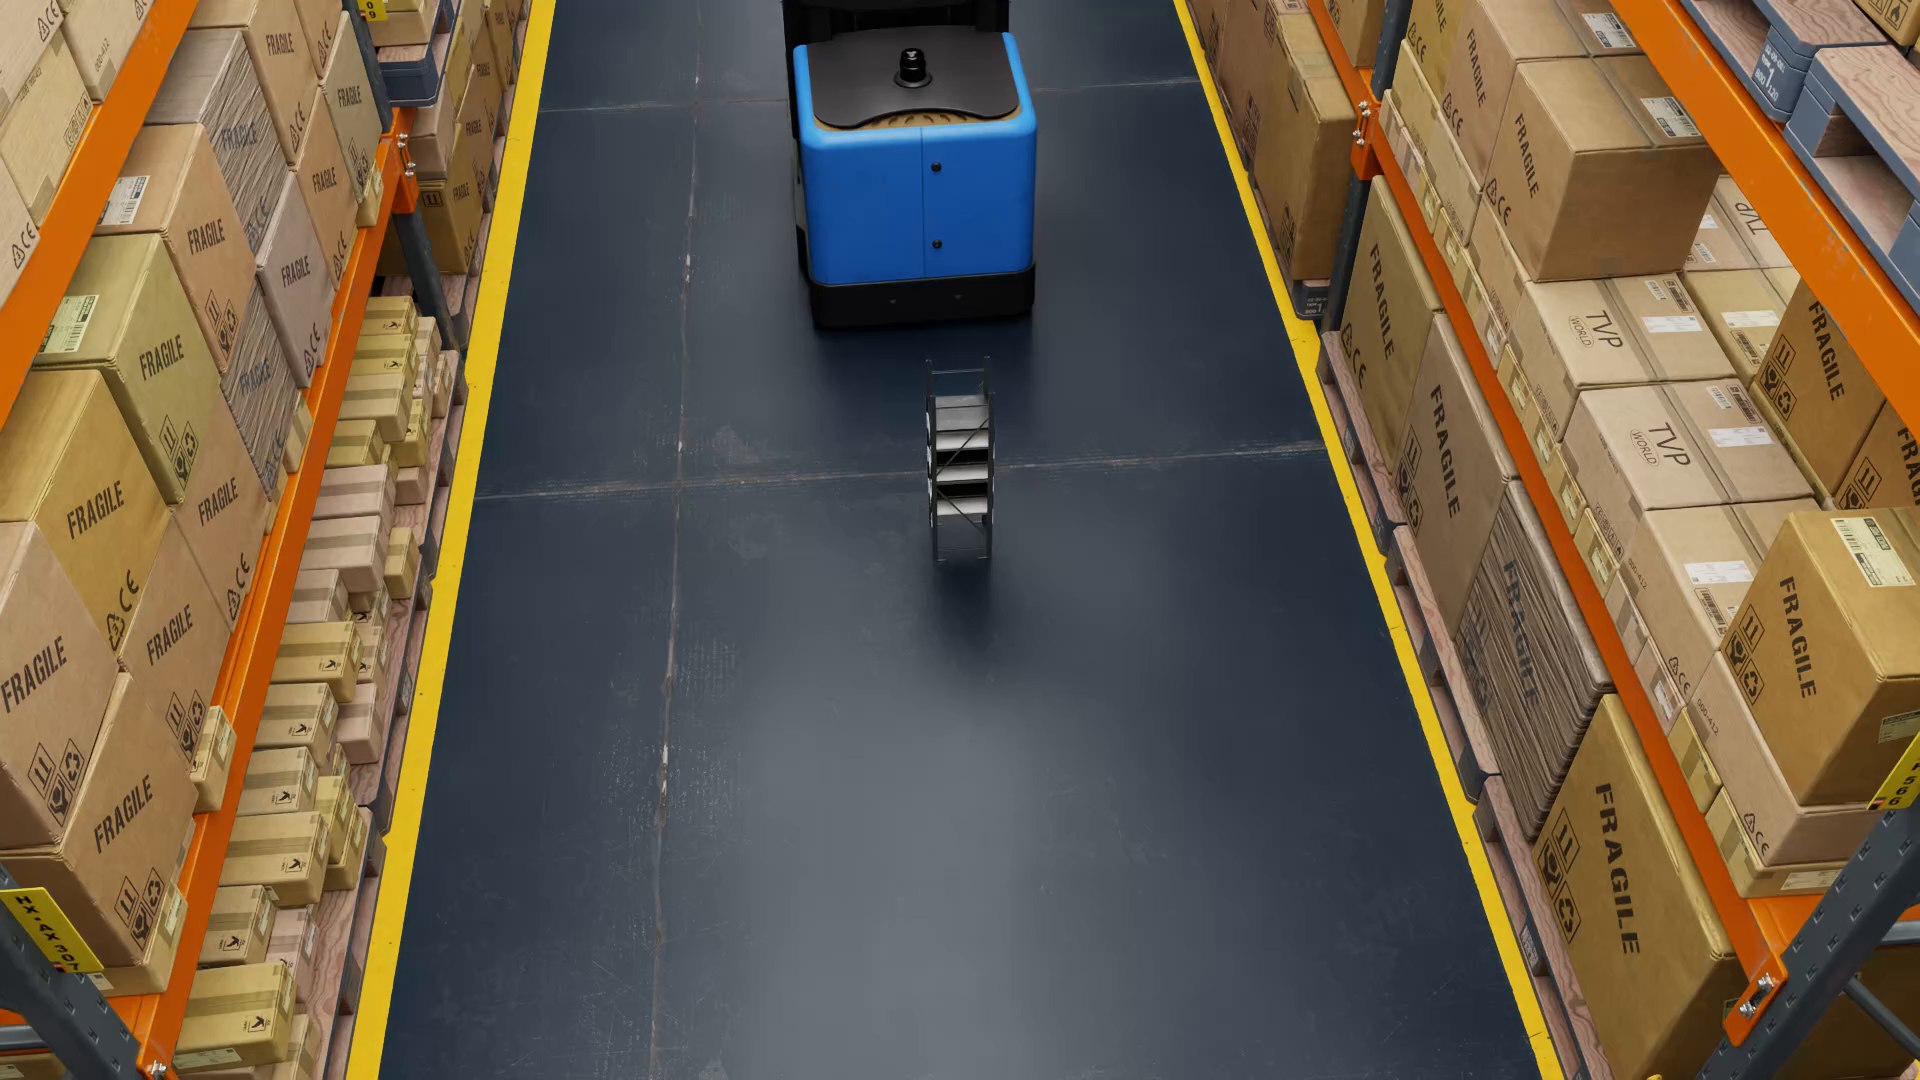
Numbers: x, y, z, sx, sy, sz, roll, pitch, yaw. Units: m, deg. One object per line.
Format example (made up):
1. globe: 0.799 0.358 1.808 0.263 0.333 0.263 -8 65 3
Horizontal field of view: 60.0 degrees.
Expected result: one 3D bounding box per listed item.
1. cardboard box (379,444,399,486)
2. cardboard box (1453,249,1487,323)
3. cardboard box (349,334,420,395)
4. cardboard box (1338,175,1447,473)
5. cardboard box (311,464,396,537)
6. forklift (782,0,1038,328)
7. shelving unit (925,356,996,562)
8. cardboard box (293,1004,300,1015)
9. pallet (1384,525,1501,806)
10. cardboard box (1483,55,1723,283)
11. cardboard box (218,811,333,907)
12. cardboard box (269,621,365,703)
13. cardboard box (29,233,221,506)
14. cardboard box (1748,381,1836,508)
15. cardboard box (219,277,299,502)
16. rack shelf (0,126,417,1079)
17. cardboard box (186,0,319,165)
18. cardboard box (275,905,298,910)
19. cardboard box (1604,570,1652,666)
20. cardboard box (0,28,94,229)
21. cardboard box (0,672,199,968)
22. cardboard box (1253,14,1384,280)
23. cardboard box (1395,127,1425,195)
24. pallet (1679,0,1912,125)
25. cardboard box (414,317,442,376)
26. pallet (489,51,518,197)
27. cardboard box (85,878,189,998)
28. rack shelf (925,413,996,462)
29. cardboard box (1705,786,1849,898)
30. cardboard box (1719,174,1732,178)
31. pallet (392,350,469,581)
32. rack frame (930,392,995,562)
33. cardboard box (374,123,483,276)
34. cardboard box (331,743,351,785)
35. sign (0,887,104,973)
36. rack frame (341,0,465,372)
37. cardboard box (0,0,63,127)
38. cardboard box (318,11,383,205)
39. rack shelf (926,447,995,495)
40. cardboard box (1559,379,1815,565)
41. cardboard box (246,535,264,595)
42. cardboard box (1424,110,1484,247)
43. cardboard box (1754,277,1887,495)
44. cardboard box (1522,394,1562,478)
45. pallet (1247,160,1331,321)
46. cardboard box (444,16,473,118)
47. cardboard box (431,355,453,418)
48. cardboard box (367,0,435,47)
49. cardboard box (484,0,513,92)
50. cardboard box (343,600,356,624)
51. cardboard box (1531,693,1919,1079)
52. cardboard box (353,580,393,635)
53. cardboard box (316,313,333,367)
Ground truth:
1. cardboard box: -2.424 -0.232 6.510 0.380 0.149 0.250 -3 47 -3
2. cardboard box: 1.969 -0.901 5.847 0.380 0.149 0.250 -4 47 -4
3. cardboard box: -2.415 -0.694 6.742 0.380 0.149 0.250 -3 47 -3
4. cardboard box: 2.161 -0.909 6.856 0.875 0.875 0.875 -3 47 -3
5. cardboard box: -2.328 -0.131 6.210 0.380 0.149 0.250 -6 47 -5
6. forklift: -0.337 -3.072 7.777 1.130 2.935 3.031 -5 47 -5
7. shelving unit: 0.001 -0.304 6.554 0.258 0.900 0.210 -3 47 -3
8. cardboard box: -2.259 1.398 5.171 0.380 0.149 0.250 -4 47 -3
9. pallet: 2.277 0.421 6.343 1.003 0.211 1.213 -3 47 -3
10. cardboard box: 2.053 -1.191 5.331 0.500 0.500 0.500 -5 47 -5
11. cardboard box: -2.172 0.994 5.144 0.380 0.149 0.250 -4 47 -3
12. cardboard box: -2.265 0.425 5.682 0.380 0.149 0.250 -3 47 -3
13. cardboard box: -2.273 -0.419 4.255 0.500 0.500 0.500 -4 47 -4
14. cardboard box: 2.661 -0.238 4.944 0.500 0.250 0.500 -5 47 -5
15. cardboard box: -2.340 -0.443 4.966 0.500 0.500 0.500 -5 47 -4
16. rack shelf: -2.598 -0.055 5.368 1.077 0.370 4.000 -3 47 -3
17. cardboard box: -2.408 -1.532 5.310 0.500 0.500 0.500 -5 47 -5
18. cardboard box: -2.294 1.110 5.238 0.380 0.149 0.250 -3 47 -3
19. cardboard box: 2.100 0.214 4.791 0.380 0.149 0.250 -3 47 -3
20. cardboard box: -2.309 -0.929 3.737 0.500 0.250 0.500 -5 47 -5
21. cardboard box: -2.192 0.666 3.916 0.500 0.500 0.500 -1 47 -1
22. cardboard box: 2.112 -1.853 7.750 1.225 0.875 0.875 -3 47 -3
23. cardboard box: 1.901 -1.467 6.383 0.380 0.149 0.250 -5 47 -5
24. pallet: 2.343 -1.505 4.241 1.003 0.211 1.213 -3 47 -3
25. cardboard box: -2.422 -0.807 7.054 0.380 0.149 0.250 -3 47 -2
26. pallet: -2.937 -2.238 8.861 1.003 0.211 1.213 -3 47 -3
27. cardboard box: -2.131 0.977 4.068 0.380 0.149 0.250 -4 47 -4
28. rack shelf: 0.001 -0.404 6.448 0.258 0.077 0.200 -3 47 -3
29. cardboard box: 2.163 0.765 4.269 0.380 0.149 0.250 -3 47 -3
30. cardboard box: 2.530 -1.351 5.998 0.500 0.250 0.500 -2 47 -2
31. pallet: -2.674 -0.307 7.032 1.003 0.211 1.213 -3 47 -3
32. rack frame: 0.009 -0.230 6.485 0.240 0.900 0.006 -3 47 -3
33. cardboard box: -2.563 -1.585 7.754 0.500 0.500 0.500 -2 47 -2
34. cardboard box: -2.315 0.848 5.692 0.380 0.149 0.250 -3 47 -3
35. sign: -1.889 0.814 3.453 0.100 0.325 0.005 -3 47 -3
36. rack frame: -2.765 -1.749 6.477 1.000 3.000 0.127 -3 47 -3
37. cardboard box: -2.283 -1.084 3.541 0.500 0.250 0.500 -3 47 -3
38. cardboard box: -2.443 -1.553 6.018 0.500 0.500 0.500 -3 47 -3
39. rack shelf: 0.001 -0.281 6.578 0.258 0.077 0.200 -3 47 -3
40. cardboard box: 2.131 -0.204 4.912 0.500 0.250 0.500 -5 47 -5
41. cardboard box: -2.311 0.040 4.956 0.380 0.149 0.250 -4 47 -4
42. cardboard box: 2.001 -1.312 5.962 0.500 0.250 0.500 -4 47 -3
43. cardboard box: 2.658 -0.492 4.669 0.500 0.500 0.500 -5 47 -4
44. cardboard box: 2.035 -0.341 5.316 0.380 0.149 0.250 -3 47 -3
45. pallet: 2.046 -1.573 8.230 1.003 0.211 1.213 -3 47 -3
46. cardboard box: -2.611 -2.228 7.846 0.500 0.250 0.500 -2 47 -2
47. cardboard box: -2.393 -0.650 7.111 0.380 0.149 0.250 -3 47 -3
48. cardboard box: -2.340 -2.120 6.712 0.380 0.149 0.250 -6 47 -5
49. cardboard box: -2.684 -2.711 8.820 0.500 0.500 0.500 -5 47 -5
50. cardboard box: -2.400 0.342 5.966 0.380 0.149 0.250 -1 47 -1
51. cardboard box: 2.388 1.044 5.006 0.875 0.875 0.875 -3 47 -3
52. cardboard box: -2.351 0.291 6.219 0.380 0.149 0.250 -3 47 -3
53. cardboard box: -2.365 -0.711 5.667 0.380 0.149 0.250 -5 47 -5
